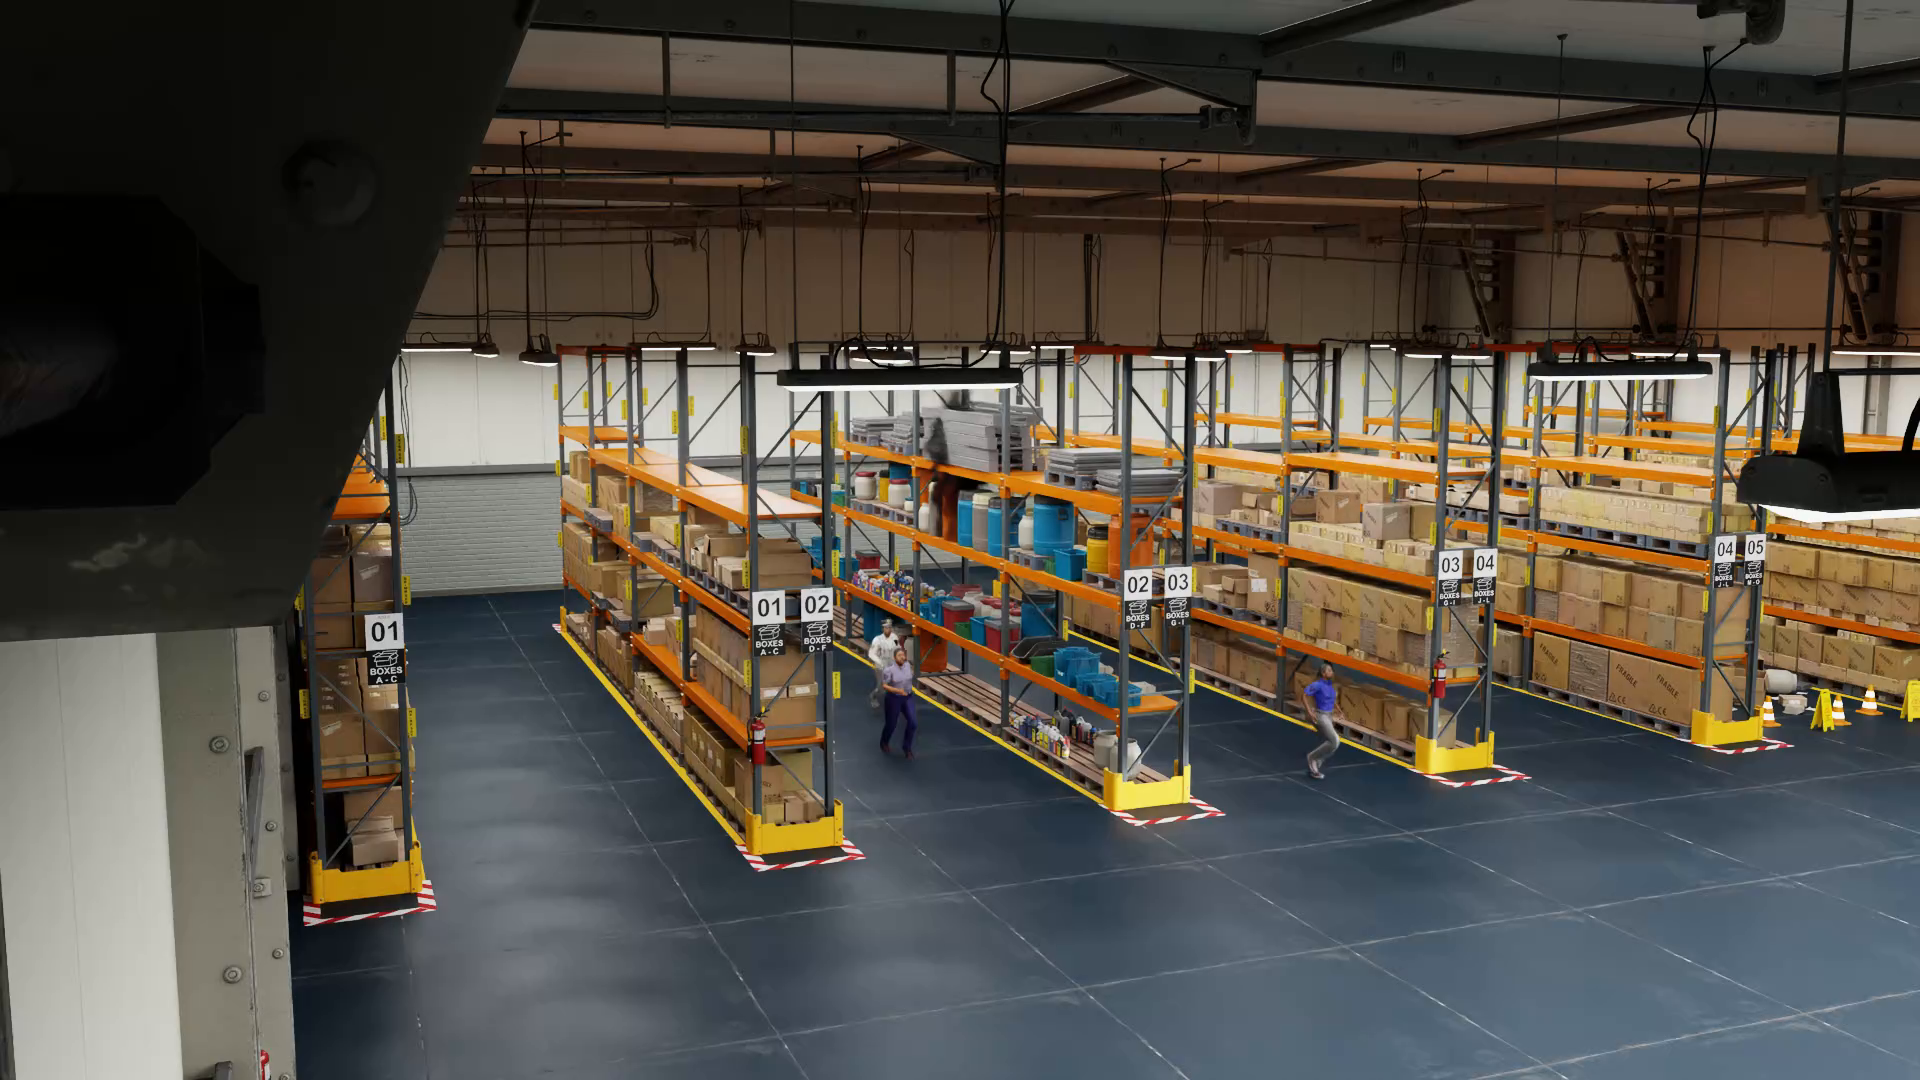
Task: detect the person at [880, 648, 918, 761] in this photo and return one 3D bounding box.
[{"bbox_3d":[-0.911,2.420,24.598,0.555,1.697,0.760,-4,8,-27],"label":"person"}]

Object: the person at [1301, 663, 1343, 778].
[{"bbox_3d":[5.186,2.602,23.572,0.541,1.522,0.610,5,9,34],"label":"person"}]

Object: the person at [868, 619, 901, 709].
[{"bbox_3d":[-1.209,2.081,27.030,0.608,1.674,0.790,-3,8,-23],"label":"person"}]
